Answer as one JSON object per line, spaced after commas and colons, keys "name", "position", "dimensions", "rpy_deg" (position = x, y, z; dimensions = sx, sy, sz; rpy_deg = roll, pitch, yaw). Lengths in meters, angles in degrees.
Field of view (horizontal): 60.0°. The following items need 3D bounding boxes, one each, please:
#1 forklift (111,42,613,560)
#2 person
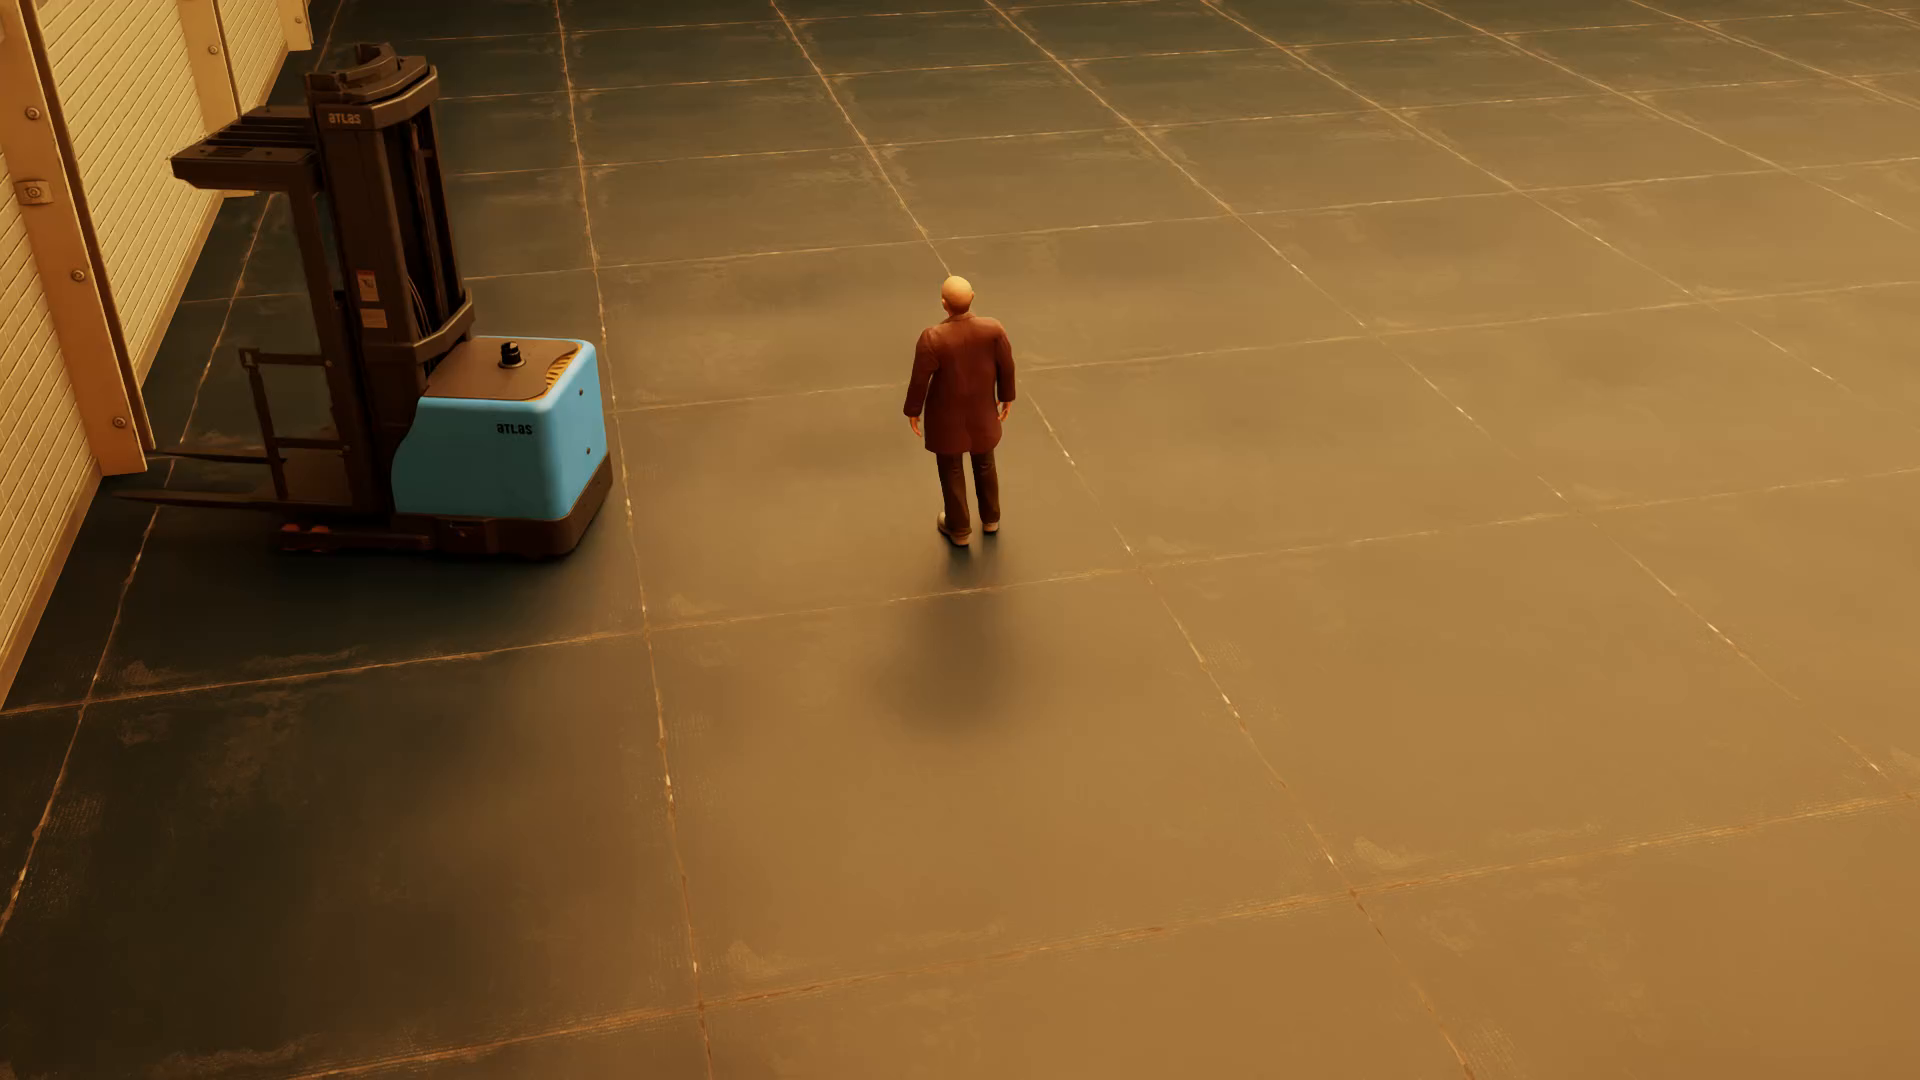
{"name": "forklift", "position": [-3.847, -1.448, 10.075], "dimensions": [3.031, 2.935, 1.130], "rpy_deg": [3, 30, 5]}
{"name": "person", "position": [-0.018, -0.821, 10.129], "dimensions": [0.696, 1.778, 0.579], "rpy_deg": [-7, 31, -12]}
